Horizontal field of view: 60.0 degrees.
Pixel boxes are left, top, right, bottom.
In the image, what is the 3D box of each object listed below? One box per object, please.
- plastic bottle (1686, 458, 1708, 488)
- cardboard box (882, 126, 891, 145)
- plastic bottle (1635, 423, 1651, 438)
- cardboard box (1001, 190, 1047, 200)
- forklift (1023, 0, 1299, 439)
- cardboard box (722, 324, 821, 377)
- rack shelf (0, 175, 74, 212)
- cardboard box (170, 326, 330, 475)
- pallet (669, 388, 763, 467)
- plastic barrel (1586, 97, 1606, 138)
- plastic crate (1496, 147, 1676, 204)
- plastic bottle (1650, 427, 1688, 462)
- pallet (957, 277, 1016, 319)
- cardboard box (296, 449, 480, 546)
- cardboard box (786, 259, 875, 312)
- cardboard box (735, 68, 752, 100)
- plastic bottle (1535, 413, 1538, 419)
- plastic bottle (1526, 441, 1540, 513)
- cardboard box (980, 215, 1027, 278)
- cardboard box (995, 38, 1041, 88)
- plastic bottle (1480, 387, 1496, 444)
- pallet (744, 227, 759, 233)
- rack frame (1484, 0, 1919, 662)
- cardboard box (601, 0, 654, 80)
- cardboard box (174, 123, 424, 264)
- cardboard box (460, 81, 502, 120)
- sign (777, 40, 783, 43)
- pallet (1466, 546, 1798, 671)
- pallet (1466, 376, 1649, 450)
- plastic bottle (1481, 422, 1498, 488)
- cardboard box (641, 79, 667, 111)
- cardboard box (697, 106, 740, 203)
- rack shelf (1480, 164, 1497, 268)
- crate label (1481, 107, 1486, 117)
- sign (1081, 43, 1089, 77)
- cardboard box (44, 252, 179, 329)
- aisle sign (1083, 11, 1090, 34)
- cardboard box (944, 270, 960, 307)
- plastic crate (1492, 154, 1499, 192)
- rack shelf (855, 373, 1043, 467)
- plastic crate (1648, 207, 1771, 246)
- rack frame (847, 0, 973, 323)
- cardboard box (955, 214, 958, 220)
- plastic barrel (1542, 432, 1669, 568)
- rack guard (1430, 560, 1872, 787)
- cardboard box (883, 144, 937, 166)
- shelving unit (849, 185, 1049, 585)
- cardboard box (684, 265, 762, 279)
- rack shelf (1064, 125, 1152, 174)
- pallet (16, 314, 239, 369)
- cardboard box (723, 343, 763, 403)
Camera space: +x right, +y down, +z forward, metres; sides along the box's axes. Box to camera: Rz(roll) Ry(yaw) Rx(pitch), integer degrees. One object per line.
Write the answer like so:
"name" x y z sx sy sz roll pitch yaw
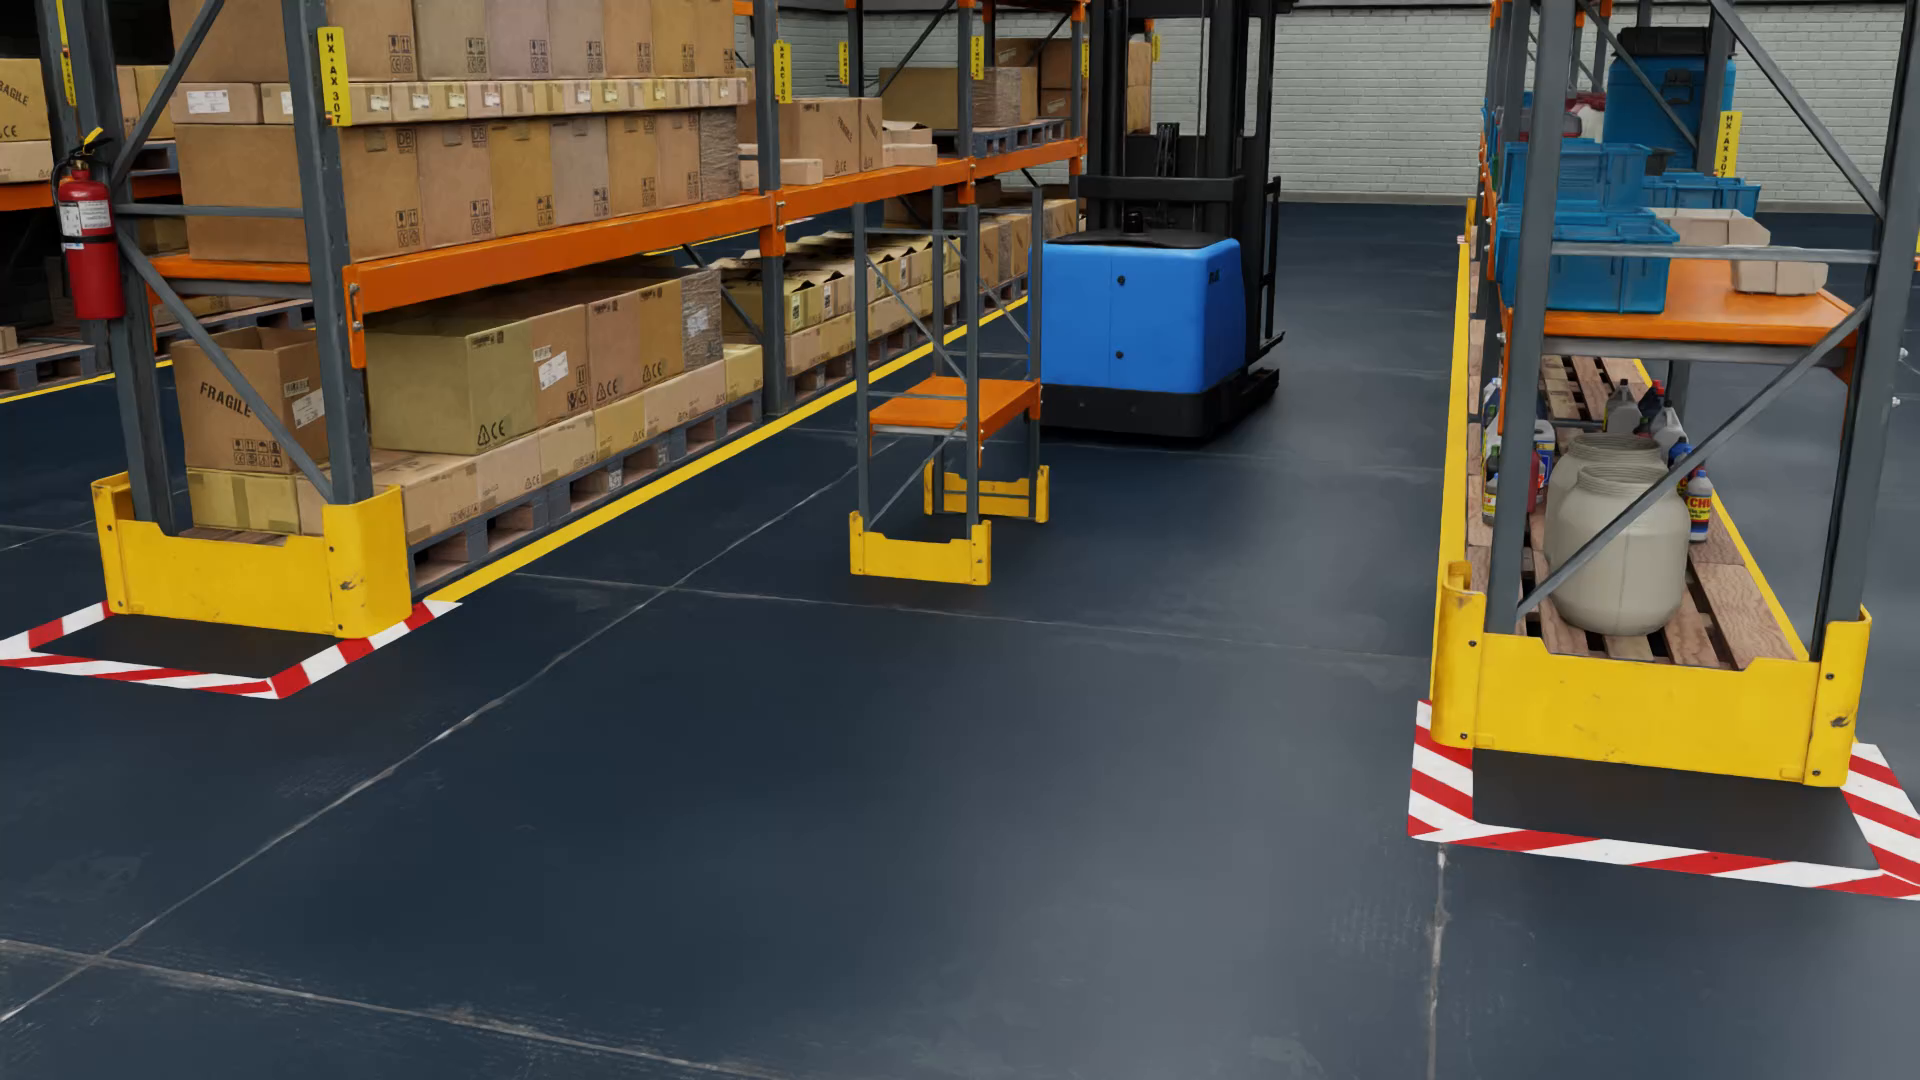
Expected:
"plastic bottle" 2.974 -0.203 6.720 0.061 0.283 0.133 5 17 17
"cardboard box" -0.836 -3.006 12.595 0.500 0.311 0.500 4 16 15
"plastic bottle" 3.010 -0.382 7.351 0.061 0.283 0.133 5 16 16
"cardboard box" 0.630 -3.495 17.929 0.500 0.500 0.500 5 16 16
"forklift" 1.393 -2.325 10.155 1.130 2.935 3.031 6 17 22
"cardboard box" -1.181 -1.187 10.288 0.500 0.250 0.500 4 16 15
"rack shelf" -6.852 -1.736 9.270 1.077 0.370 4.000 5 16 16
"cardboard box" -2.803 -0.579 6.768 0.500 0.500 0.500 5 16 16
"pallet" -1.799 -0.676 9.324 1.003 0.211 1.213 5 16 16
"plastic barrel" 3.906 -2.327 9.789 0.433 0.535 0.433 0 16 0
"plastic crate" 2.944 -1.680 7.868 0.767 0.338 0.504 5 16 16
"plastic bottle" 3.112 -0.370 7.323 0.152 0.276 0.135 5 17 17
"pallet" -0.148 -2.119 14.414 1.003 0.211 1.213 5 16 16
"cardboard box" -2.304 -0.178 6.728 0.500 0.250 0.500 5 16 16
"cardboard box" -0.884 -1.726 11.158 0.500 0.311 0.500 4 16 14
"cardboard box" -3.205 -5.563 20.897 0.980 0.700 0.700 4 16 15
"plastic bottle" 2.662 -0.510 7.822 0.097 0.271 0.097 0 16 0
"plastic bottle" 2.380 -0.265 6.939 0.061 0.283 0.133 5 16 16
"cardboard box" 0.298 -2.643 14.924 0.500 0.500 0.500 4 16 15
"cardboard box" 0.636 -4.996 17.432 0.500 0.500 0.500 5 17 16
"plastic bottle" 2.638 -0.602 8.140 0.152 0.276 0.135 5 17 18
"pallet" -3.026 -4.188 21.707 1.003 0.211 1.213 5 16 16
"rack frame" 2.078 -0.790 4.618 1.000 3.000 0.127 5 16 16
"cardboard box" -1.939 -2.514 8.136 0.700 0.500 0.500 5 16 16
"cardboard box" -2.525 -1.345 6.390 0.700 0.500 0.500 5 16 16
"cardboard box" -2.133 -1.822 6.883 0.380 0.149 0.250 4 16 15
"sign" -2.357 -6.370 21.734 0.100 0.325 0.005 5 16 16
"pallet" 2.291 0.316 5.830 1.003 0.211 1.213 5 16 16
"pallet" 3.401 -0.704 9.424 1.003 0.211 1.213 5 16 16
"plastic bottle" 2.360 -0.386 7.241 0.144 0.351 0.185 5 17 18
"cardboard box" -1.696 -2.228 8.316 0.380 0.149 0.250 5 16 16
"cardboard box" -1.653 -2.153 9.241 0.700 0.500 0.500 4 16 14
"rack shelf" 3.783 -2.014 10.251 1.077 0.370 4.000 5 16 16
"crate label" 6.239 -4.886 19.254 0.416 0.233 0.303 5 16 16
"sign" 1.273 -4.830 16.738 0.100 0.325 0.005 5 16 16
"cardboard box" -6.090 -1.808 11.981 0.700 0.500 0.500 5 17 18
"aisle sign" 1.615 -6.653 20.523 0.394 0.787 0.004 5 16 16
"cardboard box" -0.312 -1.991 13.121 0.500 0.250 0.500 5 17 17
"plastic crate" 3.439 -2.212 10.020 0.450 0.188 0.662 5 16 16
"rack shelf" -0.024 -0.526 7.095 0.538 0.185 1.000 5 16 16
"plastic crate" 2.996 -1.265 6.777 0.530 0.136 0.437 5 16 16
"rack frame" -0.396 -3.268 13.355 1.000 3.000 0.127 5 16 16
"cardboard box" -0.208 -2.676 15.040 0.500 0.500 0.500 4 16 14
"plastic barrel" 2.334 -0.105 5.991 0.421 0.512 0.421 0 16 0
"rack guard" 2.055 0.389 5.043 1.175 0.500 0.348 5 16 16
"cardboard box" -0.387 -2.891 12.484 0.380 0.149 0.250 5 16 16
"shelving unit" -0.022 -0.702 7.054 0.587 1.500 1.083 5 16 16
"cardboard box" -1.551 -1.636 10.841 0.500 0.311 0.500 5 17 17
"rack shelf" 1.309 -4.492 18.988 1.077 0.370 4.000 5 16 16
"pallet" -6.064 -1.467 12.116 1.003 0.211 1.213 5 16 16
"cardboard box" -1.455 -0.963 9.496 0.500 0.250 0.500 5 16 16
